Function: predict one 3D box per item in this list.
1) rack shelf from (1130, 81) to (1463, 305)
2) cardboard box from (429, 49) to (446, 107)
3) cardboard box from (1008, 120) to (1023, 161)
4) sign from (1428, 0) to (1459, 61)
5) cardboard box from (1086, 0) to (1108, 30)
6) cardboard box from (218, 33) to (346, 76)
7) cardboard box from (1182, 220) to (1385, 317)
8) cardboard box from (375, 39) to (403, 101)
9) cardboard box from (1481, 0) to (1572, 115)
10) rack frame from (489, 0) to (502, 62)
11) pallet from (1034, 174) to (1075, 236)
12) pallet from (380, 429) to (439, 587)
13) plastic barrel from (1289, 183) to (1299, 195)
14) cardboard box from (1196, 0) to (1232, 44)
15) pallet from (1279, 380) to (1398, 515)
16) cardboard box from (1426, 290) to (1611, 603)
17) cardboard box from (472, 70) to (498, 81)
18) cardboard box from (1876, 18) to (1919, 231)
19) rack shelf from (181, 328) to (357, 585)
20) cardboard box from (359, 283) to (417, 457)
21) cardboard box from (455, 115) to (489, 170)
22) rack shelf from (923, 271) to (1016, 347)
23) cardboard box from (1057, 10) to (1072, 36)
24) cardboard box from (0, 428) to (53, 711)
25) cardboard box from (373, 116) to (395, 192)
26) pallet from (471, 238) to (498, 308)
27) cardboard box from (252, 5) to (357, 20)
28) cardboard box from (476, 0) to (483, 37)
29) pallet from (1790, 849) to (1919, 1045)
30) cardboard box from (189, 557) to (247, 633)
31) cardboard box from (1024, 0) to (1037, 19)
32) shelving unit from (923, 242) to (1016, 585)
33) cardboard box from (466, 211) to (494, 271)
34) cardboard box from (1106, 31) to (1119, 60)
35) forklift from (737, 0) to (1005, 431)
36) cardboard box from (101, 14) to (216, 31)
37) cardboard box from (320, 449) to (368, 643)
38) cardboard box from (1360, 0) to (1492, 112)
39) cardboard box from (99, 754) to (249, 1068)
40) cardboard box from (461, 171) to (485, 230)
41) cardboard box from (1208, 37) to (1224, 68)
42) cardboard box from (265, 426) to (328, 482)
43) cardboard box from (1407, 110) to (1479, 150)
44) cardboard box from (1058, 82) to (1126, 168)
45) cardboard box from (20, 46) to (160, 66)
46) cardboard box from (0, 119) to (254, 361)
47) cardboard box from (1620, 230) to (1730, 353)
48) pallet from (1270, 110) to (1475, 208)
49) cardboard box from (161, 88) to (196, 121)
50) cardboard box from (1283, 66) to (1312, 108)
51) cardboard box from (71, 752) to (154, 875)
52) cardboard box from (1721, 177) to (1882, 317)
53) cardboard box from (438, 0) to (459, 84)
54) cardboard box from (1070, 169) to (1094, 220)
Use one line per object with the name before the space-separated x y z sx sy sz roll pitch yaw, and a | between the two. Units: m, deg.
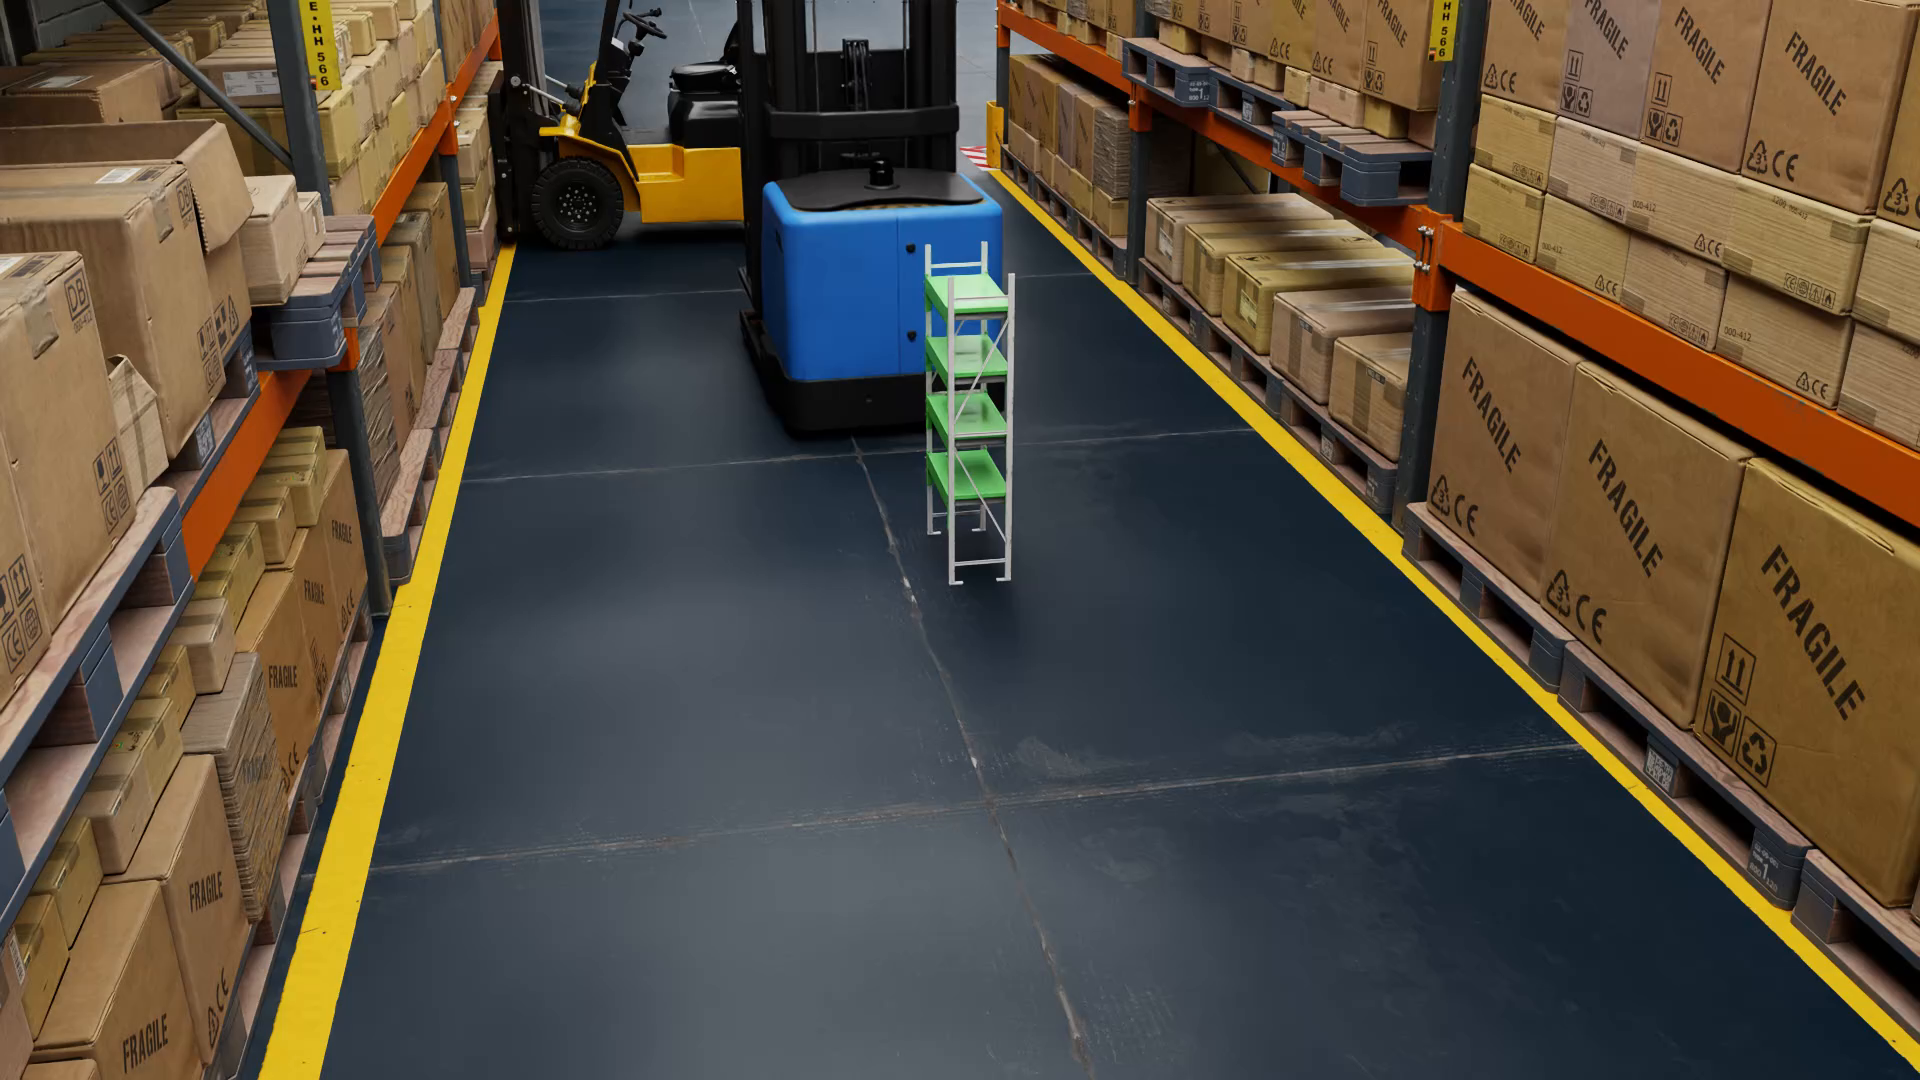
rack shelf | 1.913 -1.900 8.252 1.077 0.370 4.000 -4 24 -10
cardboard box | -2.984 -2.400 8.685 0.500 0.250 0.500 -4 24 -9
cardboard box | 0.681 -3.185 13.205 0.500 0.250 0.500 -5 24 -10
sign | 1.751 -1.894 5.991 0.100 0.325 0.005 -4 24 -10
cardboard box | 1.115 -3.557 10.650 0.500 0.500 0.500 -4 24 -8
cardboard box | -2.487 -1.769 6.117 0.380 0.149 0.250 -4 24 -8
cardboard box | 1.779 -1.516 9.233 0.950 0.372 0.625 -3 24 -6
cardboard box | -2.726 -2.031 7.215 0.500 0.250 0.500 -4 24 -9
cardboard box | 2.134 -1.735 5.601 0.500 0.500 0.500 -5 24 -12
rack frame | -4.074 -4.221 12.667 1.000 3.000 0.127 -4 24 -10
pallet | 1.155 -2.481 12.167 1.003 0.211 1.213 -4 24 -10
pallet | -2.708 -0.123 6.769 1.003 0.211 1.213 -4 24 -10
plastic barrel | 2.674 -2.709 12.424 0.512 0.421 0.421 13 27 27
cardboard box | 1.519 -2.793 8.376 0.500 0.500 0.500 -4 24 -10
pallet | 2.140 -0.473 7.569 1.003 0.211 1.213 -4 24 -10
cardboard box | 2.329 -0.384 6.012 0.875 0.875 0.875 -5 24 -10
cardboard box | -3.582 -3.253 12.113 0.500 0.250 0.500 -4 24 -9
cardboard box | 2.516 -0.935 3.769 0.500 0.500 0.500 -4 24 -8
rack shelf | -2.225 0.042 3.805 1.077 0.370 4.000 -4 24 -10
cardboard box | -2.825 -0.682 7.005 0.875 0.625 0.625 -4 24 -8
cardboard box | -3.200 -2.454 10.282 0.500 0.250 0.500 -4 24 -10
rack shelf | 0.031 -0.866 6.194 0.258 0.148 0.480 -4 24 -10
cardboard box | 0.892 -3.606 11.573 0.380 0.149 0.250 -4 24 -9
cardboard box | -1.724 0.054 2.230 0.700 0.500 0.500 -4 24 -8
cardboard box | -2.627 -1.599 6.850 0.500 0.250 0.500 -5 24 -11
pallet | -3.440 -1.686 10.346 1.003 0.211 1.213 -4 24 -10
cardboard box | -2.756 -2.167 7.028 0.380 0.149 0.250 -4 24 -10
cardboard box | -3.543 -3.687 11.318 0.500 0.500 0.500 -5 24 -11
pallet | 2.806 1.110 3.945 1.003 0.211 1.213 -4 24 -10
cardboard box | -2.117 0.174 4.392 0.380 0.149 0.250 -5 24 -11
cardboard box | 0.695 -4.014 12.507 0.380 0.149 0.250 -4 24 -9
shelving unit | 0.031 -0.485 6.361 0.258 1.200 0.503 -4 24 -10
cardboard box | -3.098 -1.795 10.023 0.500 0.250 0.500 -4 24 -9
cardboard box | 1.131 -3.103 10.421 0.380 0.149 0.250 -4 24 -9
forklift | -0.616 -2.415 8.617 1.130 2.935 3.031 -5 24 -12
cardboard box | -3.214 -2.024 6.700 0.380 0.149 0.250 -5 24 -11
cardboard box | -2.305 0.029 5.534 0.500 0.500 0.500 -4 24 -8
cardboard box | 1.926 -1.976 6.506 0.500 0.500 0.500 -5 24 -11
cardboard box | -1.919 0.840 3.678 0.500 0.500 0.500 -5 24 -11
cardboard box | -3.120 -2.022 9.919 0.500 0.250 0.500 -4 24 -10
cardboard box | 1.507 -2.544 8.617 0.380 0.149 0.250 -4 24 -9
cardboard box | -2.254 -0.243 5.347 0.380 0.149 0.250 -5 24 -12
cardboard box | 1.991 -1.632 6.529 0.380 0.149 0.250 -3 24 -8
cardboard box | 0.979 -2.906 11.630 0.500 0.500 0.500 -3 24 -7
cardboard box | -3.012 -1.625 5.788 0.380 0.149 0.250 -4 24 -8
cardboard box | -2.111 -0.686 3.919 0.797 0.503 0.637 -5 24 -11
cardboard box | 2.330 -0.756 4.921 0.500 0.250 0.500 -4 24 -8
pallet | 2.047 -1.628 6.969 1.213 0.211 1.003 -4 24 -10
cardboard box | -2.951 -1.391 5.750 0.500 0.250 0.500 -4 24 -9
cardboard box | 1.676 -2.035 7.451 0.380 0.149 0.250 -4 24 -9
cardboard box | -1.919 0.583 3.456 0.380 0.149 0.250 -4 24 -10
cardboard box | 2.389 -0.785 4.363 0.500 0.250 0.500 -4 24 -9
cardboard box | -3.160 -2.888 9.489 0.500 0.500 0.500 -5 24 -11
cardboard box | 1.062 -2.370 11.341 0.500 0.250 0.500 -5 24 -11
